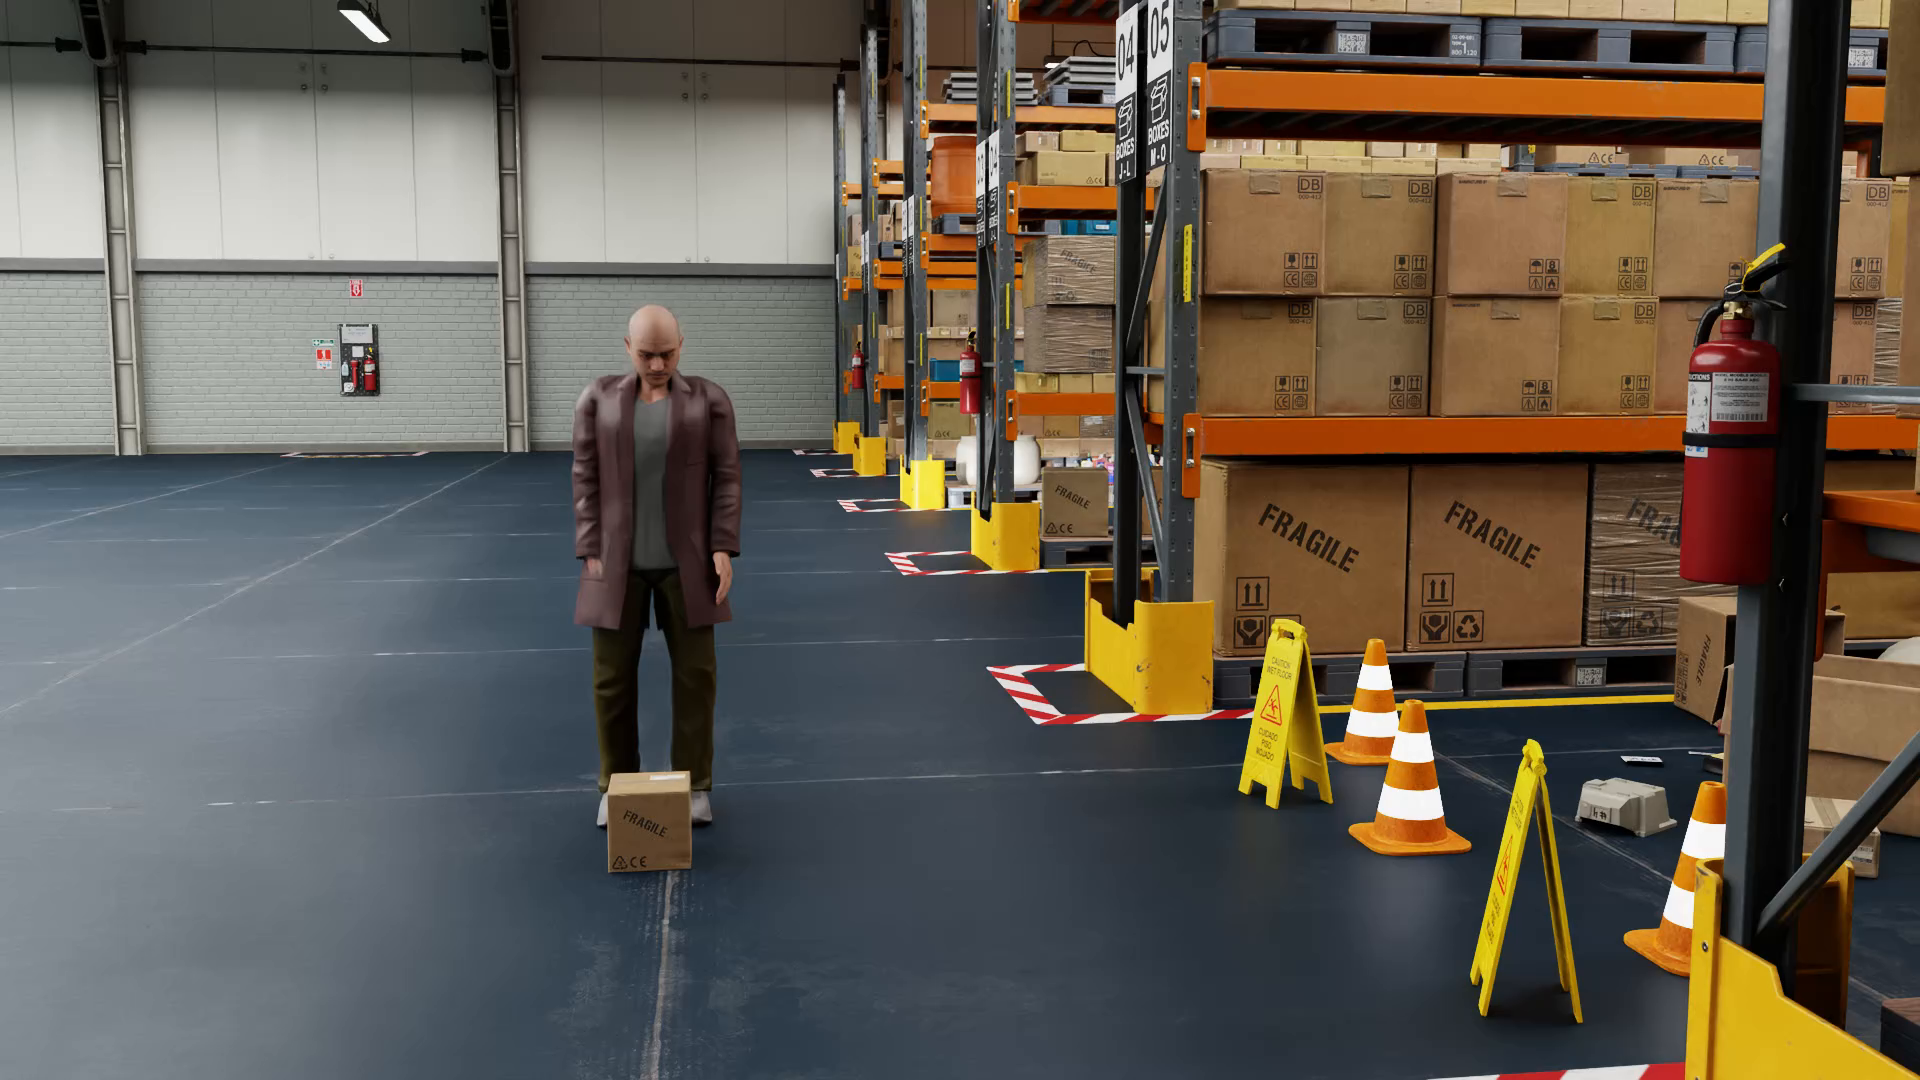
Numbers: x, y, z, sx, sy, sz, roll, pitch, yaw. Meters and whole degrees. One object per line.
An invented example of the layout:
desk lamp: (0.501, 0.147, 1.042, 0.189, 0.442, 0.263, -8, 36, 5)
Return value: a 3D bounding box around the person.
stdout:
person: (-1.025, 0.169, 5.663, 0.575, 1.587, 0.384, -1, 6, -7)
